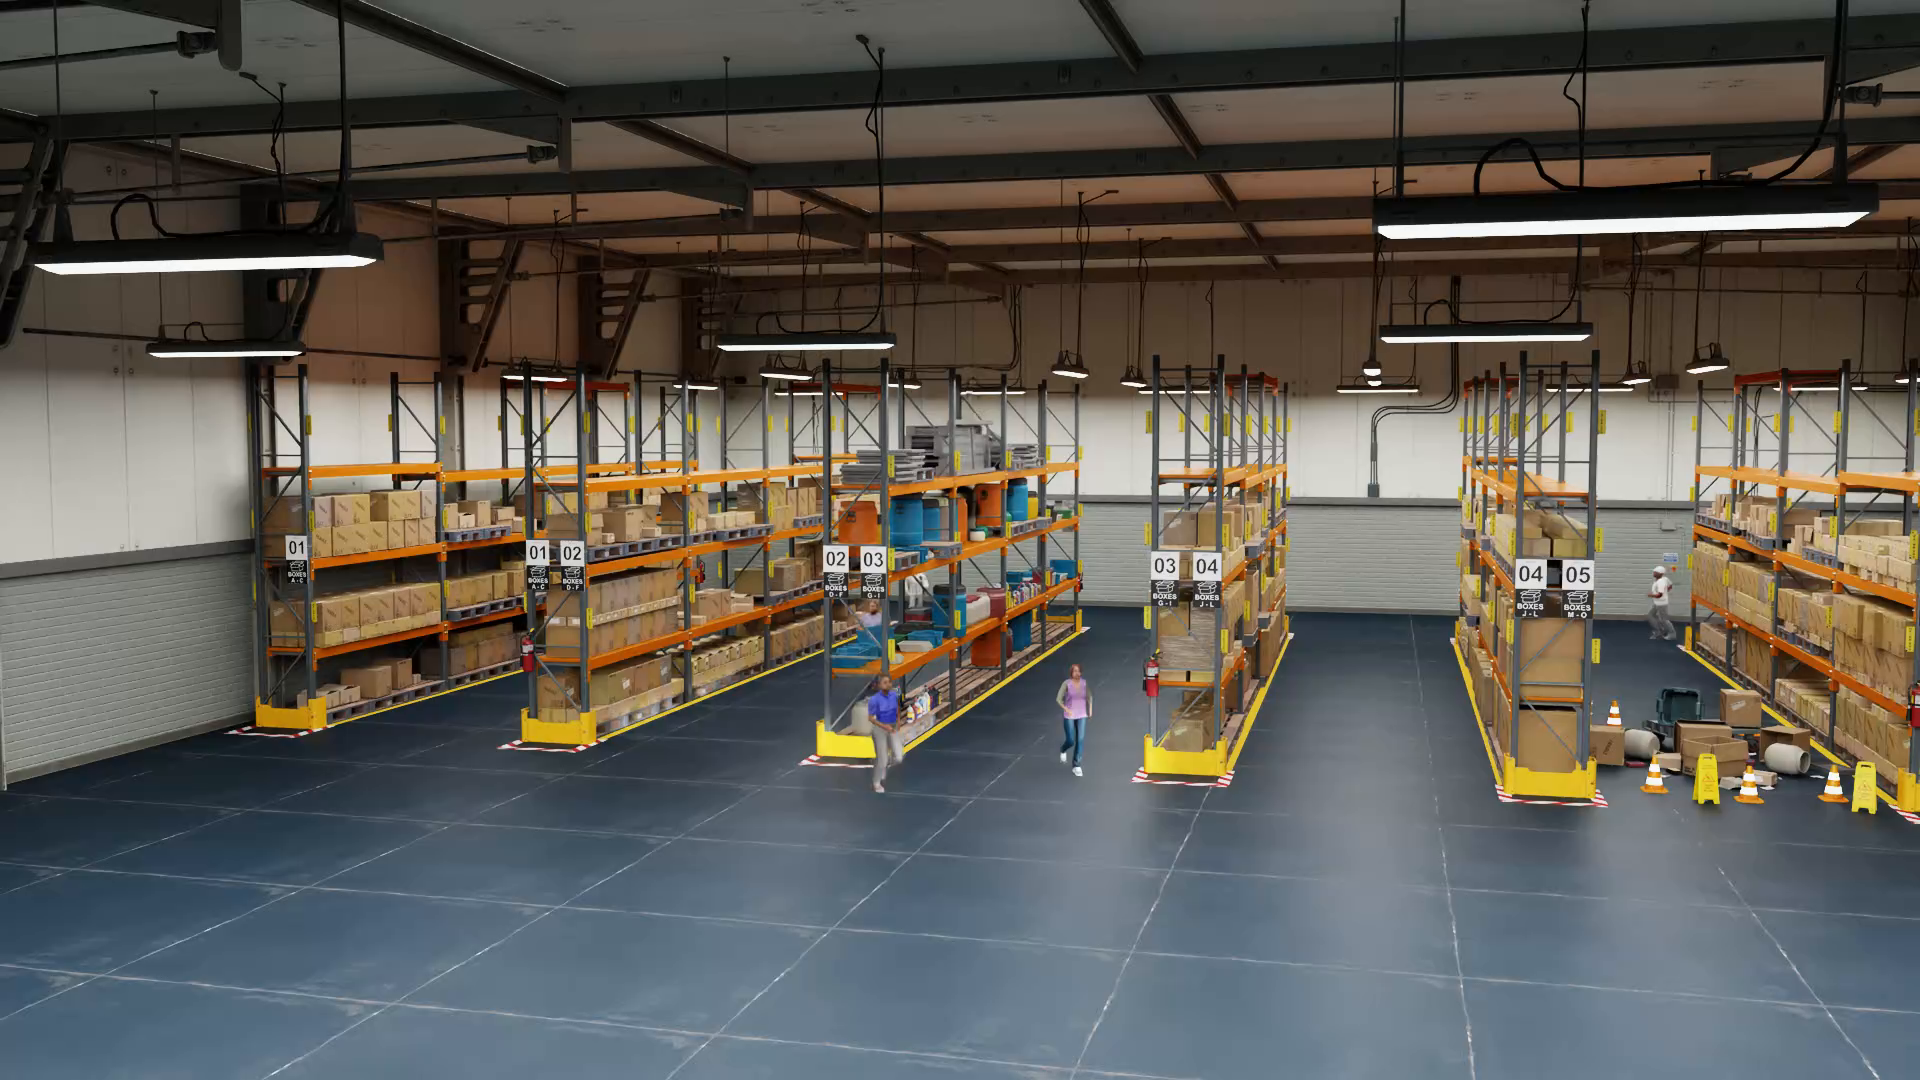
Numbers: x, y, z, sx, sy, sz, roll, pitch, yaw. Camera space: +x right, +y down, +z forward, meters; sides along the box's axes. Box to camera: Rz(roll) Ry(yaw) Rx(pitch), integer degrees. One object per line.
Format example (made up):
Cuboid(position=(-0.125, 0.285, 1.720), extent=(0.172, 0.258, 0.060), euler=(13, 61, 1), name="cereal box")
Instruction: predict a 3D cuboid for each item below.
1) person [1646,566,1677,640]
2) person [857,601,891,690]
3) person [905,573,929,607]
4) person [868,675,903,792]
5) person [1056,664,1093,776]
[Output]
Cuboid(position=(16.212, 1.486, 38.389), extent=(0.705, 1.770, 0.704), euler=(1, 4, 16), name="person")
Cuboid(position=(-1.657, 1.974, 31.626), extent=(0.593, 1.648, 0.873), euler=(1, 4, 8), name="person")
Cuboid(position=(-1.059, 1.393, 40.275), extent=(0.617, 1.742, 0.677), euler=(0, 4, -5), name="person")
Cuboid(position=(-0.988, 2.644, 22.706), extent=(0.601, 1.602, 0.615), euler=(-3, 5, -36), name="person")
Cuboid(position=(1.653, 2.677, 24.018), extent=(0.566, 1.375, 0.669), euler=(-1, 4, -14), name="person")
